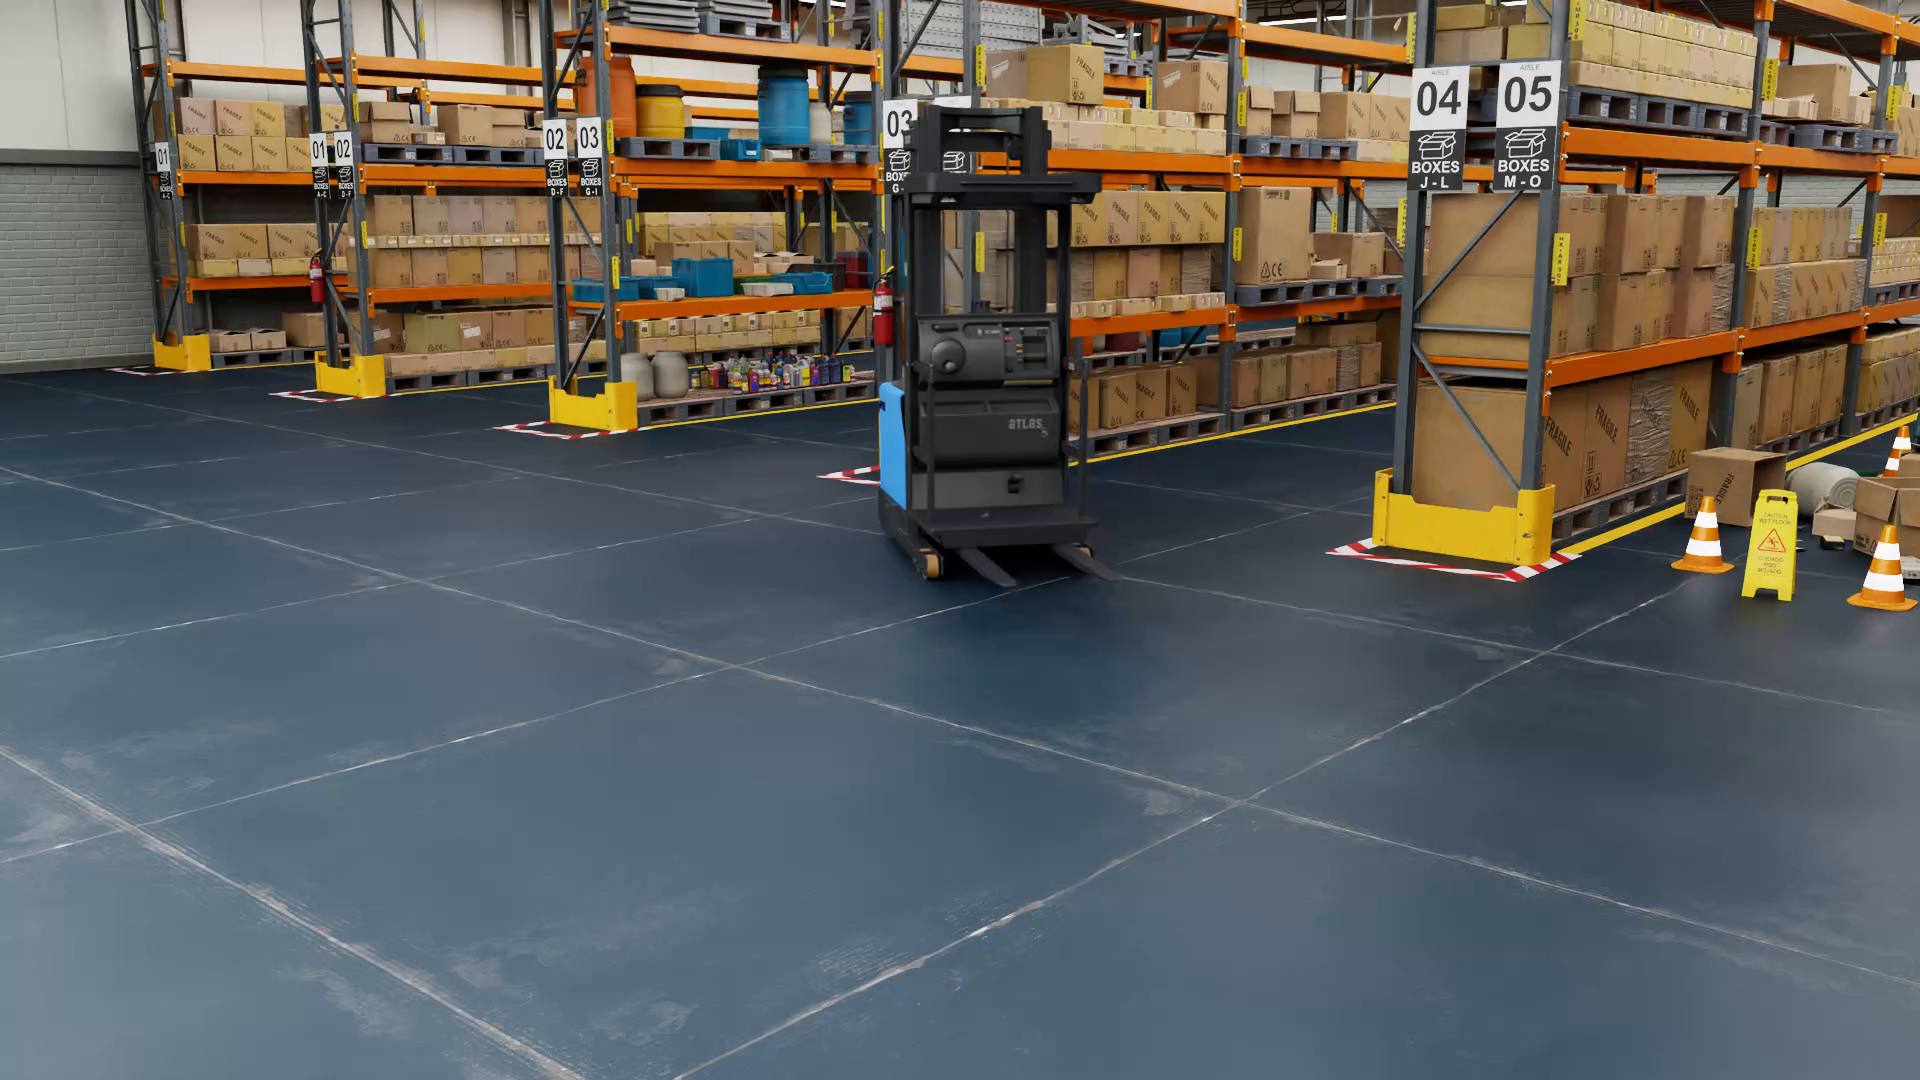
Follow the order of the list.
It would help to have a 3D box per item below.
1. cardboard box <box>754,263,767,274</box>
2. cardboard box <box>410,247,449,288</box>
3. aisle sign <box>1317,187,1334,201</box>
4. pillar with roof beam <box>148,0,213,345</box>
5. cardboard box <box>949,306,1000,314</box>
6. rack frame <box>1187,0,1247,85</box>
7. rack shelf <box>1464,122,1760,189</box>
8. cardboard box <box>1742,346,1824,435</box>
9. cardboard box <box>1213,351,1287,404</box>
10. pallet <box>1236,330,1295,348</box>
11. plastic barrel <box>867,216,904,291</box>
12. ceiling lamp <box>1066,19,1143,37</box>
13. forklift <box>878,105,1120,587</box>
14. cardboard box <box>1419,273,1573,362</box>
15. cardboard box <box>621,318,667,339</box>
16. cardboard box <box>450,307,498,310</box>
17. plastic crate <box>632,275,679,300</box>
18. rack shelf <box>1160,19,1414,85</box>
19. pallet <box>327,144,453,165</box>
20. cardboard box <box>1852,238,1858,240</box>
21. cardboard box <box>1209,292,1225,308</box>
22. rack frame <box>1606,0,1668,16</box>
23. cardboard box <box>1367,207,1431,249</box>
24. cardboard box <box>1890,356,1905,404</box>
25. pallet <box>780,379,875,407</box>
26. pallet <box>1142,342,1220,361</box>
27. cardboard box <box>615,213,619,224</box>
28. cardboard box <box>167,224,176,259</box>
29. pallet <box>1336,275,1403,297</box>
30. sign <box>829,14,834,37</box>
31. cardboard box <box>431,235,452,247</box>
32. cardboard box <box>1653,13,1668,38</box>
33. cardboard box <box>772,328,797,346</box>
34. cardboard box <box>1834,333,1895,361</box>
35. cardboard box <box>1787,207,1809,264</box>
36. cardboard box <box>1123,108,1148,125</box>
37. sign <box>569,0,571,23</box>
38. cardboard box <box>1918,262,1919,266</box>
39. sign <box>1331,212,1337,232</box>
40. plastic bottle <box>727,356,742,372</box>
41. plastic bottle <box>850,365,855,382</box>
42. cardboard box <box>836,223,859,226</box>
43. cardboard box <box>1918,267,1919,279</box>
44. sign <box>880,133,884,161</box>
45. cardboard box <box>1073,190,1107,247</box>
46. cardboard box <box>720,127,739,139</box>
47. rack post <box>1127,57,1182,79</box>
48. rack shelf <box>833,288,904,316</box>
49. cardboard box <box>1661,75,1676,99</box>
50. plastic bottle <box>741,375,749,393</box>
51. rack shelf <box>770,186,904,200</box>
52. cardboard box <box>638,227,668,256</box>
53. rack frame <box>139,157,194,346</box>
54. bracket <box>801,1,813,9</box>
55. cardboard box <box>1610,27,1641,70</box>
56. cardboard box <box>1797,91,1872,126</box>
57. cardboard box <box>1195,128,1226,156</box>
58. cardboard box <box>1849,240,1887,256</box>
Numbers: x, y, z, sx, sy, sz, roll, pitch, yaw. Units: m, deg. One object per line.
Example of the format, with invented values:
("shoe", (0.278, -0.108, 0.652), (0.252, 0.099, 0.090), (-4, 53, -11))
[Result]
("cardboard box", (-3.202, -4.195, 25.698), (0.250, 0.149, 0.380), (-11, 16, -43))
("cardboard box", (-7.022, -3.530, 21.472), (0.700, 0.500, 0.500), (10, 15, 42))
("aisle sign", (6.421, -6.373, 29.323), (0.394, 0.787, 0.004), (10, 15, 40))
("pillar with roof beam", (-8.360, -6.576, 21.661), (9.100, 9.000, 0.400), (10, 15, 40))
("cardboard box", (0.123, -1.943, 14.421), (0.380, 0.149, 0.250), (10, 15, 40))
("rack frame", (3.957, -7.403, 25.799), (1.000, 3.000, 0.127), (10, 15, 40))
("rack shelf", (4.735, -2.811, 12.305), (1.077, 0.370, 4.000), (10, 15, 40))
("cardboard box", (7.652, -1.471, 16.091), (1.050, 0.750, 0.750), (10, 15, 41))
("cardboard box", (3.147, -1.789, 18.266), (0.700, 0.500, 0.500), (10, 15, 40))
("pallet", (5.218, -3.387, 28.129), (1.003, 0.211, 1.213), (10, 15, 40))
("plastic barrel", (-0.842, -3.547, 20.533), (0.600, 0.901, 0.708), (10, 15, 40))
("ceiling lamp", (2.824, -12.203, 34.929), (2.000, 3.185, 0.800), (10, 15, 40))
("forklift", (0.239, -1.266, 10.567), (1.130, 2.935, 3.031), (-3, 12, -13))
("cardboard box", (3.626, -1.533, 11.343), (0.875, 0.550, 0.550), (10, 15, 40))
("cardboard box", (-4.583, -3.086, 24.019), (0.500, 0.311, 0.500), (10, 15, 41))
("cardboard box", (-6.572, -2.901, 22.612), (0.500, 0.500, 0.500), (10, 15, 40))
("plastic crate", (-3.426, -2.829, 18.598), (0.499, 0.251, 0.408), (10, 15, 40))
("rack shelf", (3.717, -5.331, 18.282), (1.077, 0.370, 4.000), (10, 15, 40))
("pallet", (-7.197, -4.864, 20.975), (1.003, 0.211, 1.213), (10, 15, 40))
("cardboard box", (10.045, -3.387, 19.060), (0.380, 0.149, 0.250), (10, 15, 40))
("cardboard box", (2.475, -2.450, 16.963), (0.380, 0.149, 0.250), (10, 15, 40))
("rack frame", (10.318, -7.351, 25.539), (1.000, 3.000, 0.127), (10, 15, 40))
("cardboard box", (5.532, -3.878, 20.654), (0.797, 0.503, 0.637), (10, 15, 42))
("cardboard box", (10.019, -1.777, 18.262), (0.500, 0.500, 0.500), (9, 15, 39))
("pallet", (-1.799, -1.823, 20.299), (1.003, 0.211, 1.213), (10, 15, 40))
("pallet", (3.416, -2.985, 26.118), (1.003, 0.211, 1.213), (10, 15, 40))
("cardboard box", (-6.021, -5.826, 30.240), (0.500, 0.250, 0.500), (10, 15, 42))
("cardboard box", (-11.255, -4.377, 24.384), (0.500, 0.500, 0.500), (10, 15, 40))
("pallet", (4.646, -3.019, 19.658), (1.213, 0.211, 1.003), (10, 15, 40))
("sign", (-1.983, -7.920, 25.598), (0.100, 0.325, 0.005), (10, 15, 40))
("cardboard box", (-6.756, -3.846, 21.396), (0.380, 0.149, 0.250), (9, 15, 39))
("cardboard box", (4.714, -3.587, 11.633), (0.380, 0.149, 0.250), (10, 15, 40))
("cardboard box", (-2.904, -3.185, 25.950), (0.500, 0.250, 0.500), (10, 15, 40))
("cardboard box", (9.668, -2.068, 17.803), (0.500, 0.250, 0.500), (10, 15, 40))
("cardboard box", (7.385, -2.825, 15.387), (0.700, 0.500, 0.500), (10, 15, 40))
("cardboard box", (1.533, -3.956, 15.568), (0.380, 0.149, 0.250), (11, 16, 43))
("sign", (-5.458, -7.432, 23.358), (0.100, 0.325, 0.005), (10, 15, 40))
("cardboard box", (10.706, -3.193, 18.848), (0.380, 0.149, 0.250), (9, 14, 39))
("sign", (4.618, -3.871, 20.477), (0.100, 0.325, 0.005), (10, 15, 40))
("plastic bottle", (-2.697, -2.018, 19.794), (0.144, 0.351, 0.185), (11, 15, 43))
("plastic bottle", (-1.330, -2.034, 20.255), (0.097, 0.201, 0.097), (0, 11, 0))
("cardboard box", (-2.629, -6.073, 33.693), (0.980, 0.700, 0.700), (9, 15, 39))
("cardboard box", (10.720, -3.051, 18.899), (0.380, 0.149, 0.250), (9, 14, 37))
("sign", (-0.918, -4.686, 19.834), (0.100, 0.325, 0.005), (10, 15, 40))
("cardboard box", (0.988, -2.932, 15.165), (0.500, 0.500, 0.500), (10, 15, 40))
("cardboard box", (-4.518, -7.649, 31.400), (0.500, 0.250, 0.500), (9, 15, 39))
("rack post", (2.716, -6.843, 24.274), (0.954, 0.300, 0.937), (-10, 15, -41))
("rack shelf", (-0.004, -3.225, 22.037), (1.077, 0.370, 4.000), (10, 15, 40))
("cardboard box", (4.883, -3.234, 11.898), (0.380, 0.149, 0.250), (10, 15, 41))
("plastic bottle", (-2.465, -1.780, 18.988), (0.097, 0.201, 0.097), (0, 11, 0))
("rack shelf", (-2.165, -7.154, 34.049), (1.077, 0.370, 4.000), (10, 15, 40))
("cardboard box", (-5.613, -5.396, 30.004), (0.500, 0.500, 0.500), (10, 15, 42))
("rack frame", (-11.407, -3.976, 23.960), (1.000, 3.000, 0.127), (10, 15, 40))
("bracket", (-3.132, -10.679, 33.011), (0.235, 0.232, 0.430), (10, 15, 40))
("cardboard box", (4.260, -3.310, 11.260), (0.500, 0.250, 0.500), (10, 15, 40))
("cardboard box", (8.231, -4.065, 15.648), (0.500, 0.311, 0.500), (10, 15, 40))
("cardboard box", (2.291, -3.940, 16.503), (0.500, 0.250, 0.500), (11, 15, 42))
("cardboard box", (9.487, -3.068, 17.466), (0.380, 0.149, 0.250), (10, 15, 40))
